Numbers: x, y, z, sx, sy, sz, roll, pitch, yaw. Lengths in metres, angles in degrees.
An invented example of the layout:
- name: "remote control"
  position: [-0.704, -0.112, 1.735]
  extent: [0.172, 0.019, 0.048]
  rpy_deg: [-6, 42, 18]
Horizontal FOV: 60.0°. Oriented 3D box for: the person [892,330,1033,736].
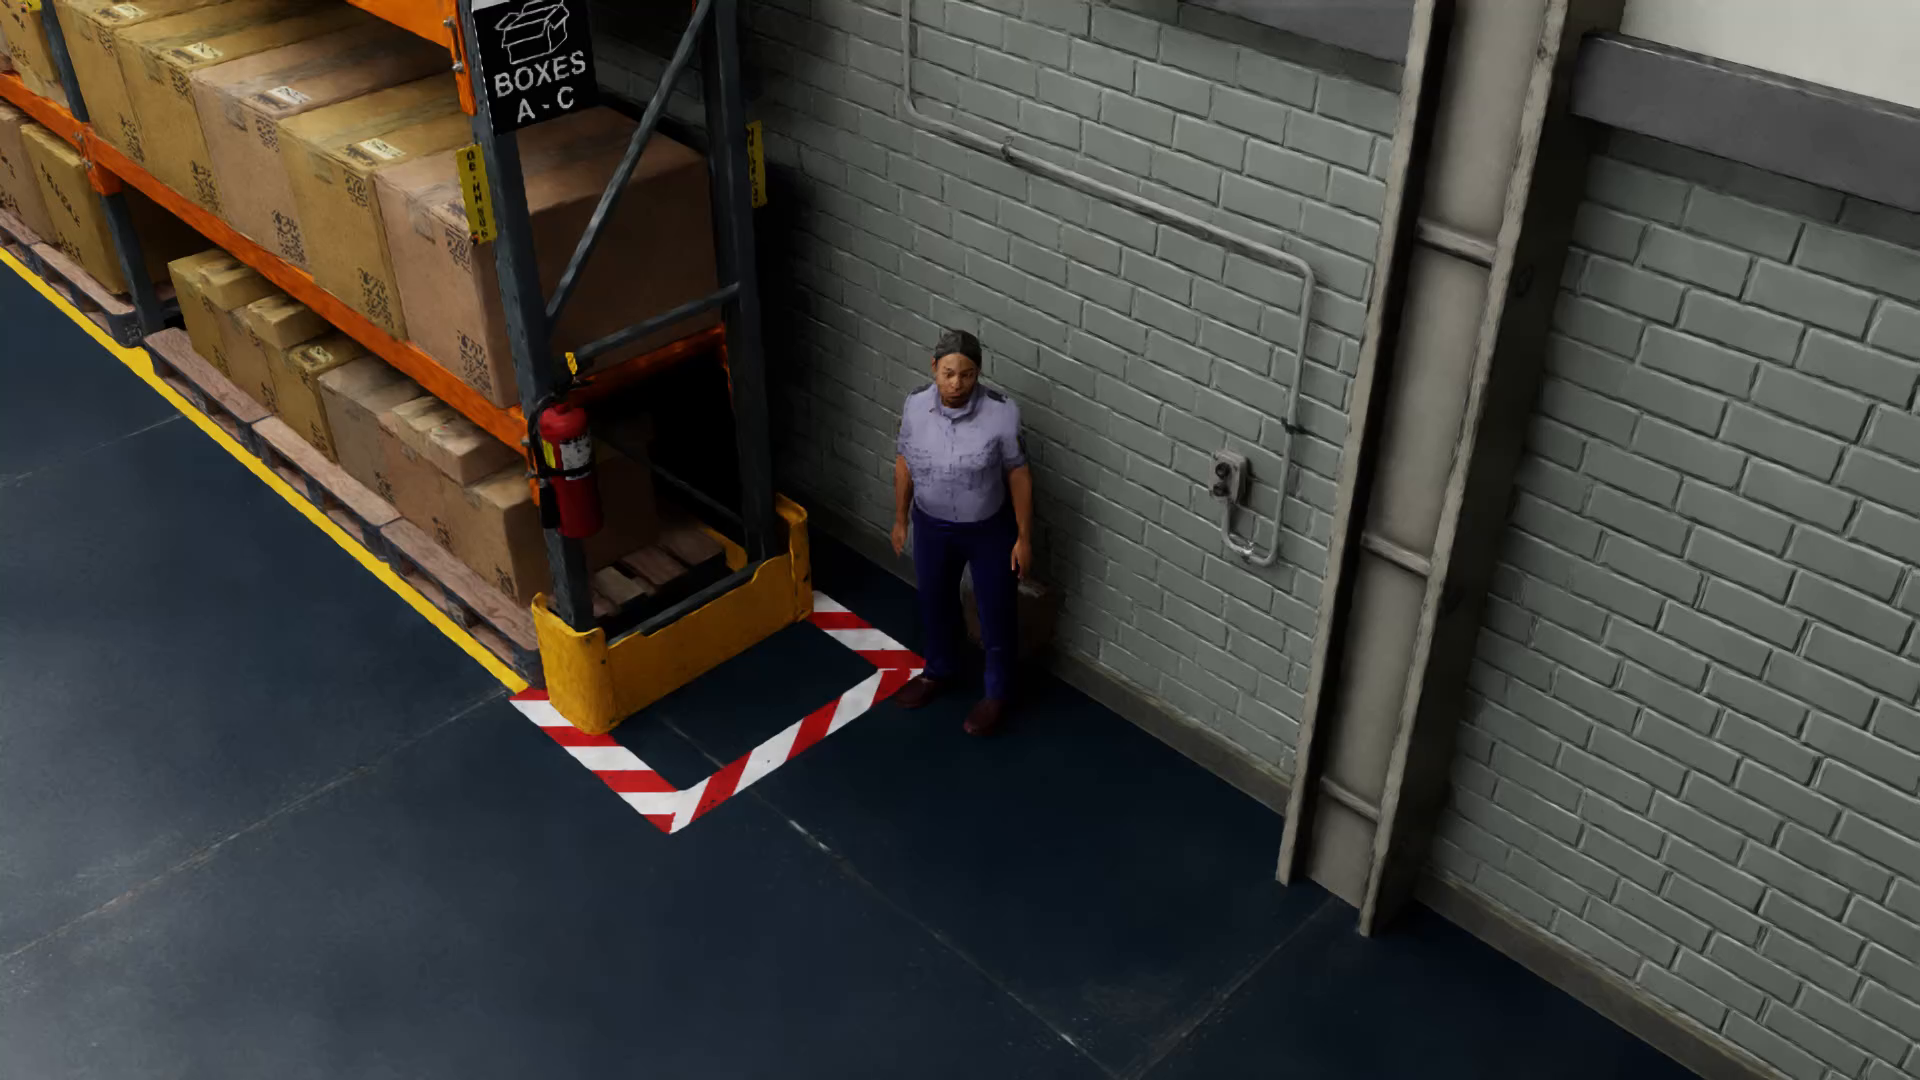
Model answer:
- name: "person"
  position: [0.009, -0.024, 6.155]
  extent: [0.556, 1.662, 0.382]
  rpy_deg: [12, 37, 16]
